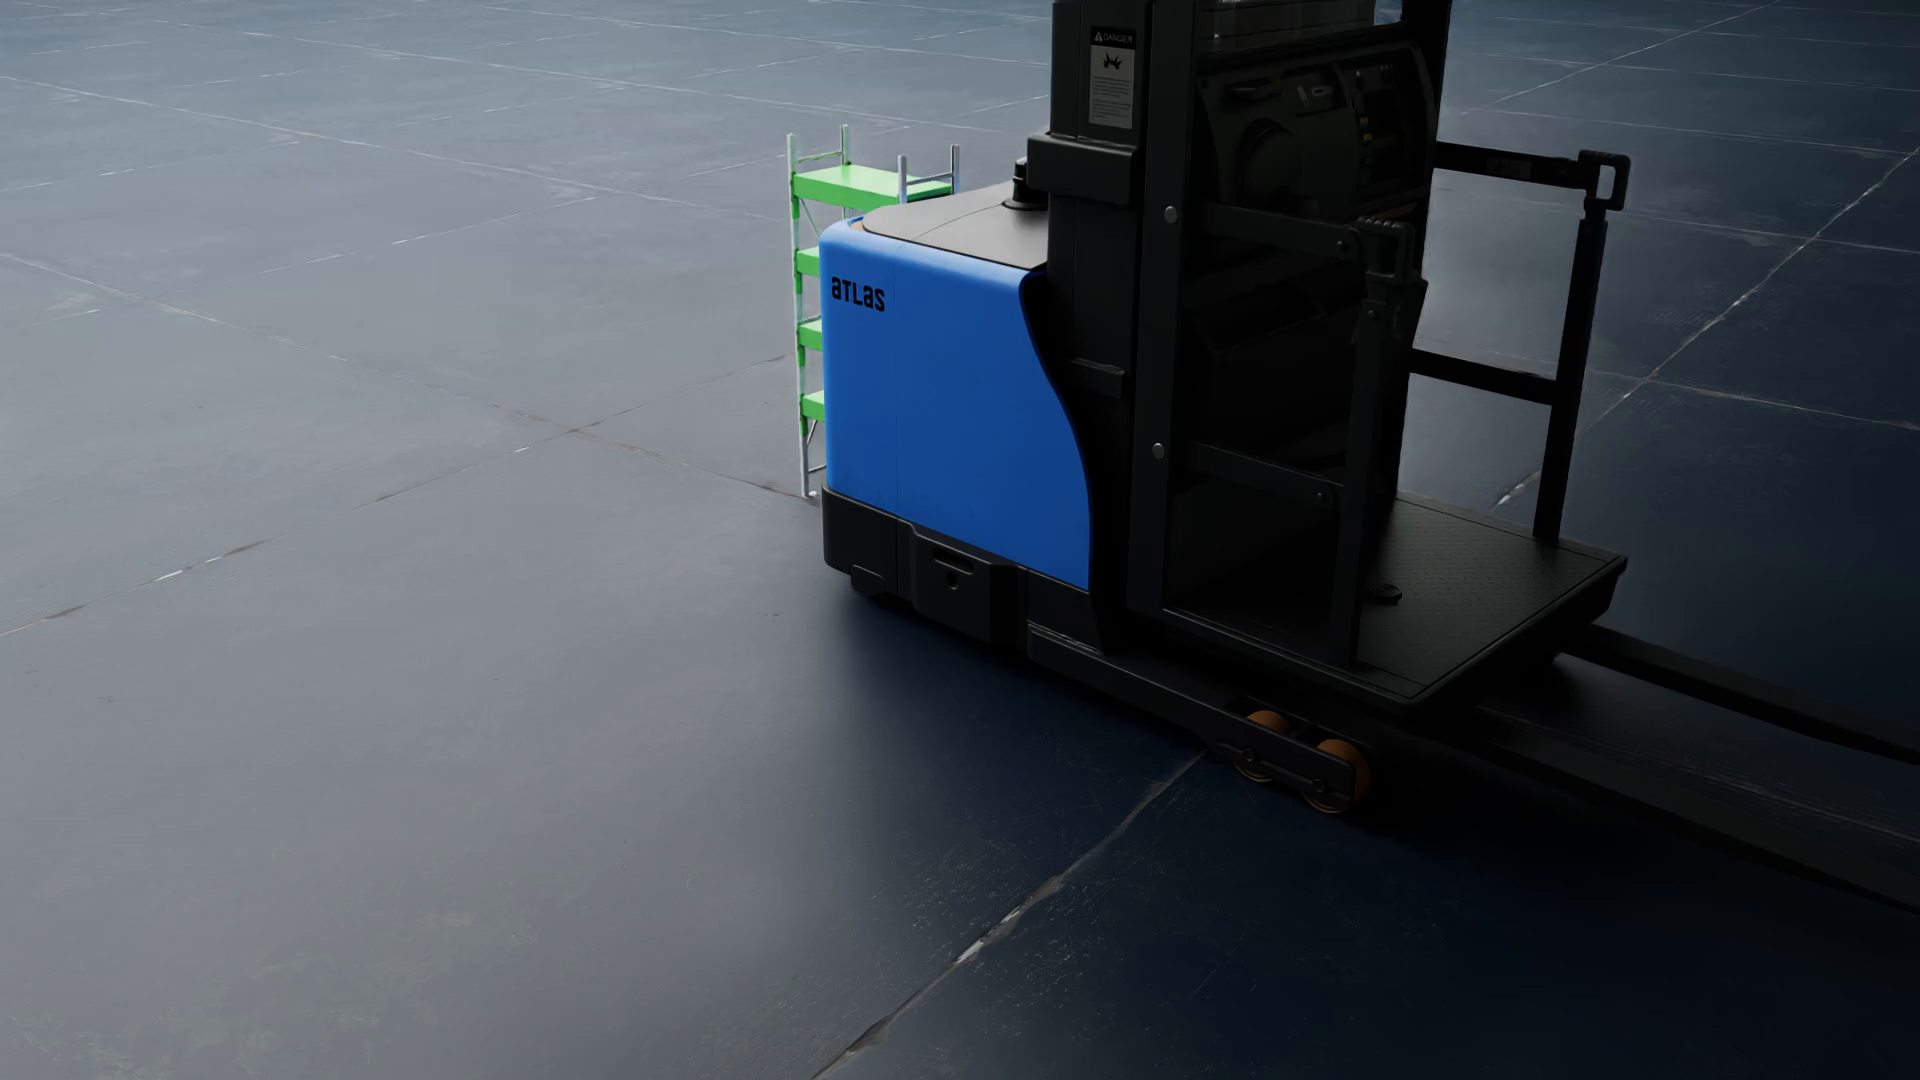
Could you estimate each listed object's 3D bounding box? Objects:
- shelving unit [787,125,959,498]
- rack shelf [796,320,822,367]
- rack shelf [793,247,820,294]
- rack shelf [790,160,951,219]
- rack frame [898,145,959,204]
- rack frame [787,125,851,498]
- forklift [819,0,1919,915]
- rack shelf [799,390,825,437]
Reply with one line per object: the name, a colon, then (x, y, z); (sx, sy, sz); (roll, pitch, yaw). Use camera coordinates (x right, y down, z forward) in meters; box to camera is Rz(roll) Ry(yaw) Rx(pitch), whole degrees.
shelving unit: (-0.266, -0.657, 5.253); (0.503, 1.200, 0.258); (21, 32, 40)
rack shelf: (-0.266, -0.598, 5.278); (0.480, 0.148, 0.258); (21, 32, 40)
rack shelf: (-0.266, -0.818, 5.182); (0.480, 0.148, 0.258); (21, 32, 40)
rack shelf: (-0.266, -1.038, 5.085); (0.480, 0.148, 0.258); (21, 32, 40)
rack frame: (-0.090, -0.588, 5.097); (0.015, 1.200, 0.240); (21, 32, 40)
rack frame: (-0.441, -0.725, 5.408); (0.015, 1.200, 0.240); (21, 32, 40)
forklift: (1.004, -0.950, 3.770); (3.031, 2.935, 1.130); (21, 32, 39)
rack shelf: (-0.266, -0.379, 5.375); (0.480, 0.148, 0.258); (21, 32, 40)
